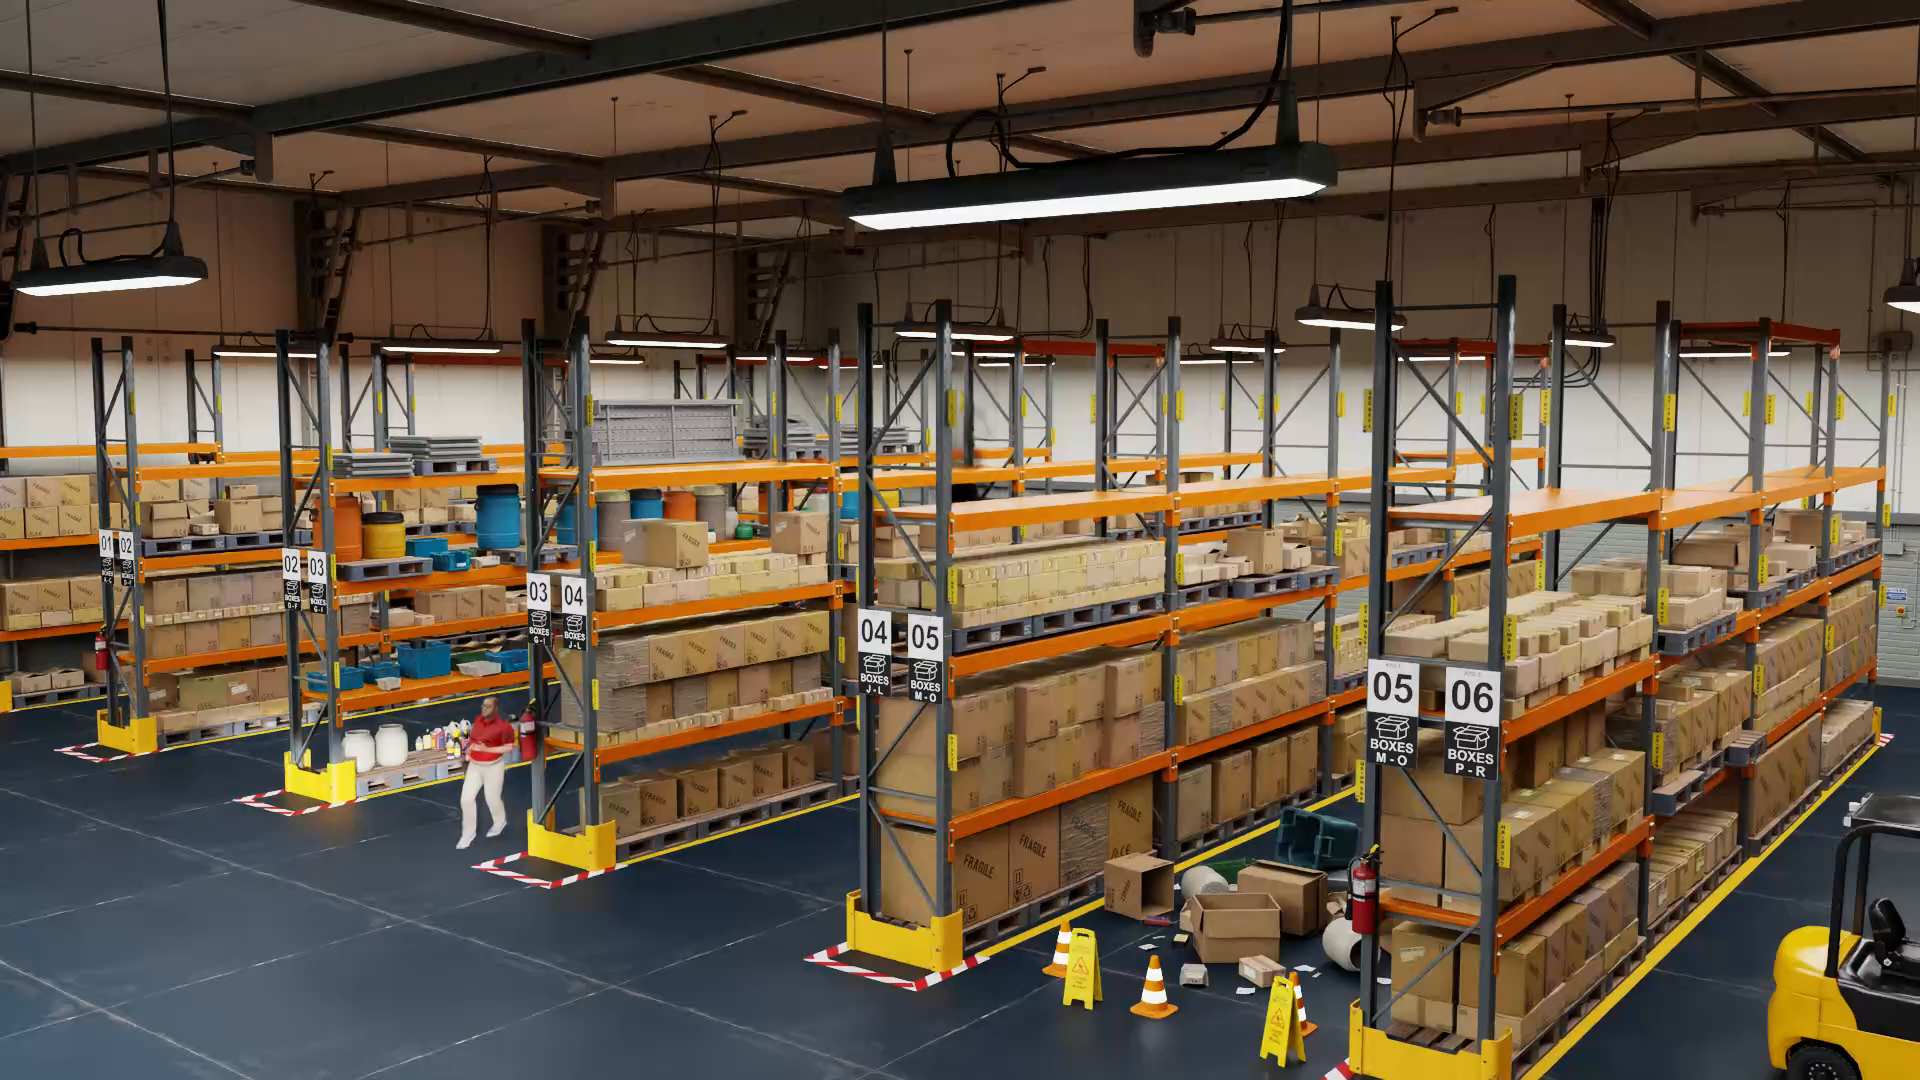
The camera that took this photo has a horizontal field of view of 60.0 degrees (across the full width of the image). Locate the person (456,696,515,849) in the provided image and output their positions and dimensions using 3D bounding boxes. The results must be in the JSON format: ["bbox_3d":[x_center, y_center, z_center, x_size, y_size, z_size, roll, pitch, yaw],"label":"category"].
[{"bbox_3d":[-5.377,2.670,19.176,0.648,1.787,0.765,2,5,17],"label":"person"}]

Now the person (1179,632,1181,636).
[{"bbox_3d":[3.182,2.142,25.126,0.588,1.669,0.841,3,6,33],"label":"person"}]
